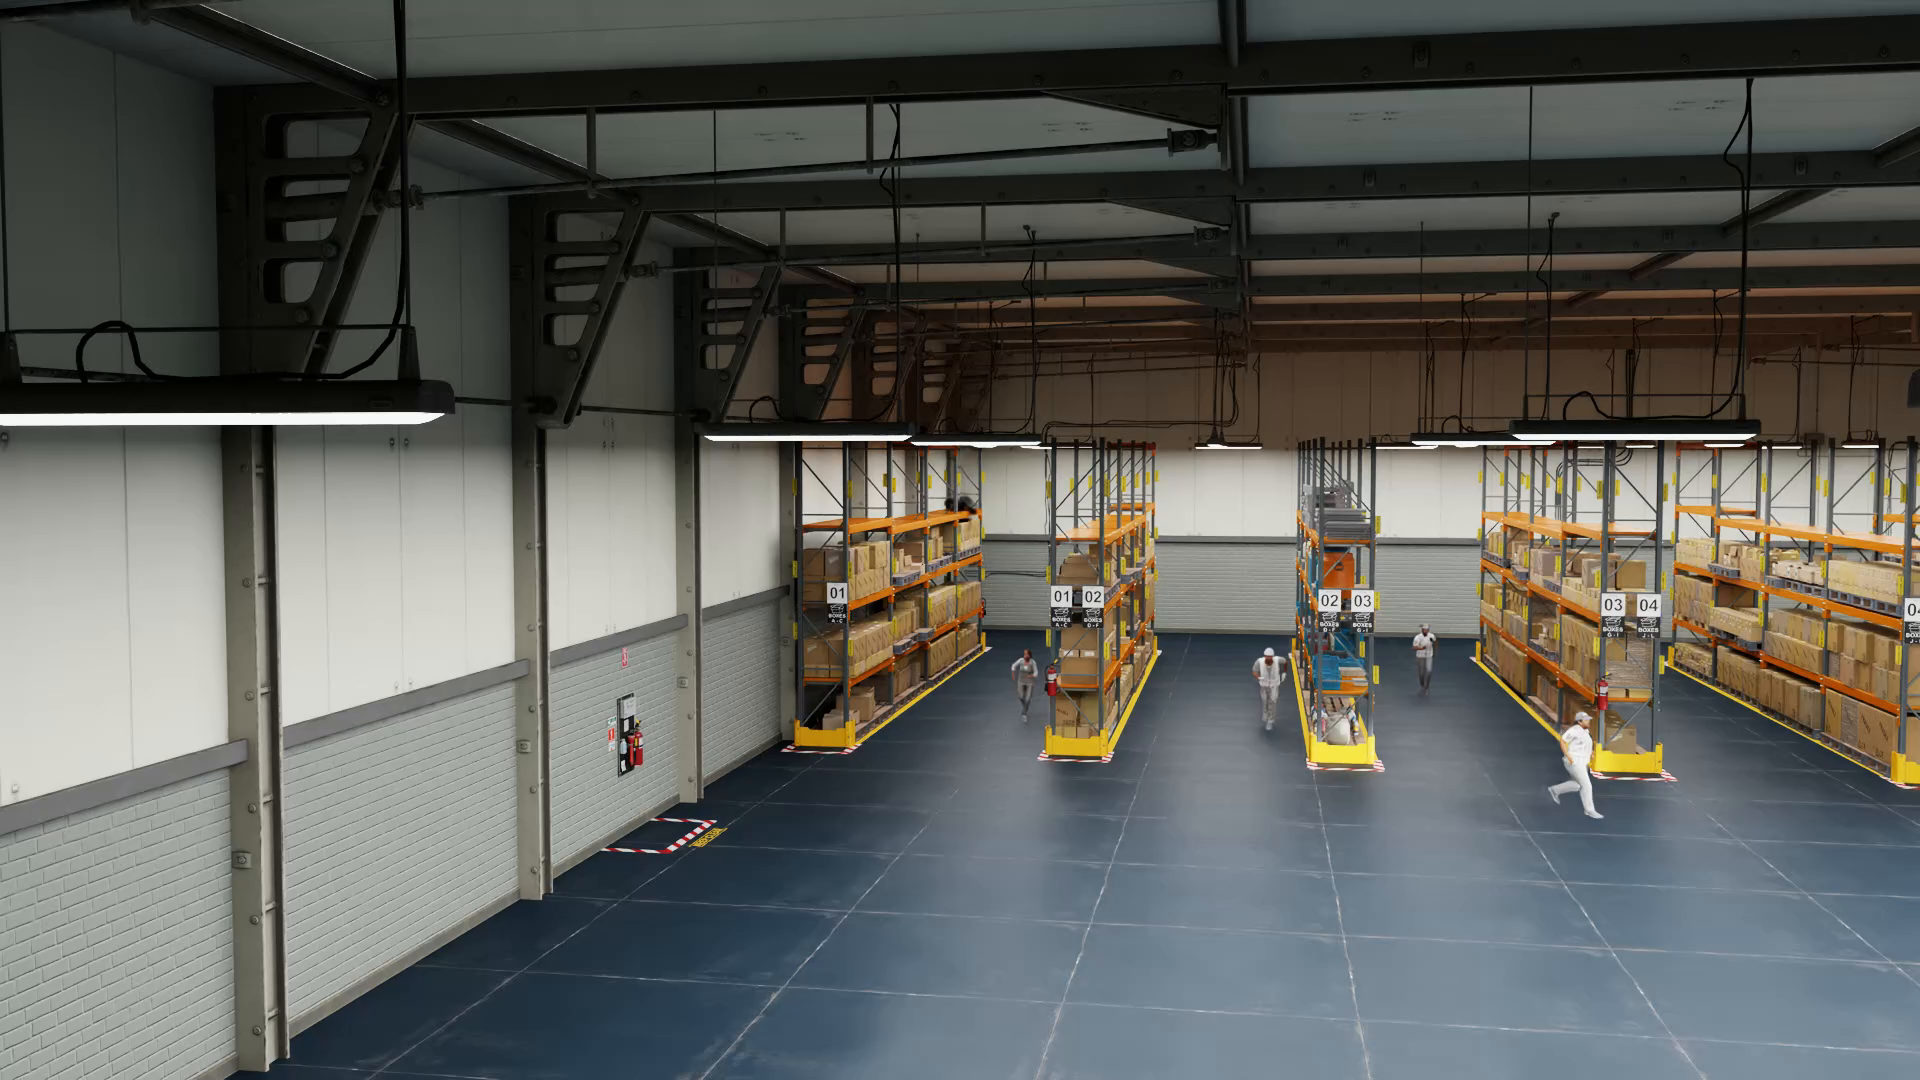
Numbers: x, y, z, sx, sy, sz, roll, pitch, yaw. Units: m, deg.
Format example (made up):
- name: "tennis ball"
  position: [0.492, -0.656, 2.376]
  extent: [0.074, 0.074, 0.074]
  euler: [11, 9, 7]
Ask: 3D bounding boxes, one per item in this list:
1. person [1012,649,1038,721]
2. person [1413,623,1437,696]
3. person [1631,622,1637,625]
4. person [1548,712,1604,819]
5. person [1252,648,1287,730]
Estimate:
- name: "person"
  position: [1.371, 3.090, 35.276]
  extent: [0.571, 1.533, 0.623]
  euler: [0, 3, 7]
- name: "person"
  position: [10.997, 2.808, 39.325]
  extent: [0.599, 1.724, 0.834]
  euler: [0, 3, 7]
- name: "person"
  position: [18.387, 2.532, 45.745]
  extent: [0.705, 1.616, 0.705]
  euler: [0, 3, -6]
- name: "person"
  position: [9.702, 3.523, 26.231]
  extent: [0.895, 1.662, 0.630]
  euler: [3, 4, 43]
- name: "person"
  position: [6.439, 3.070, 34.631]
  extent: [0.729, 1.731, 1.049]
  euler: [0, 3, 8]
